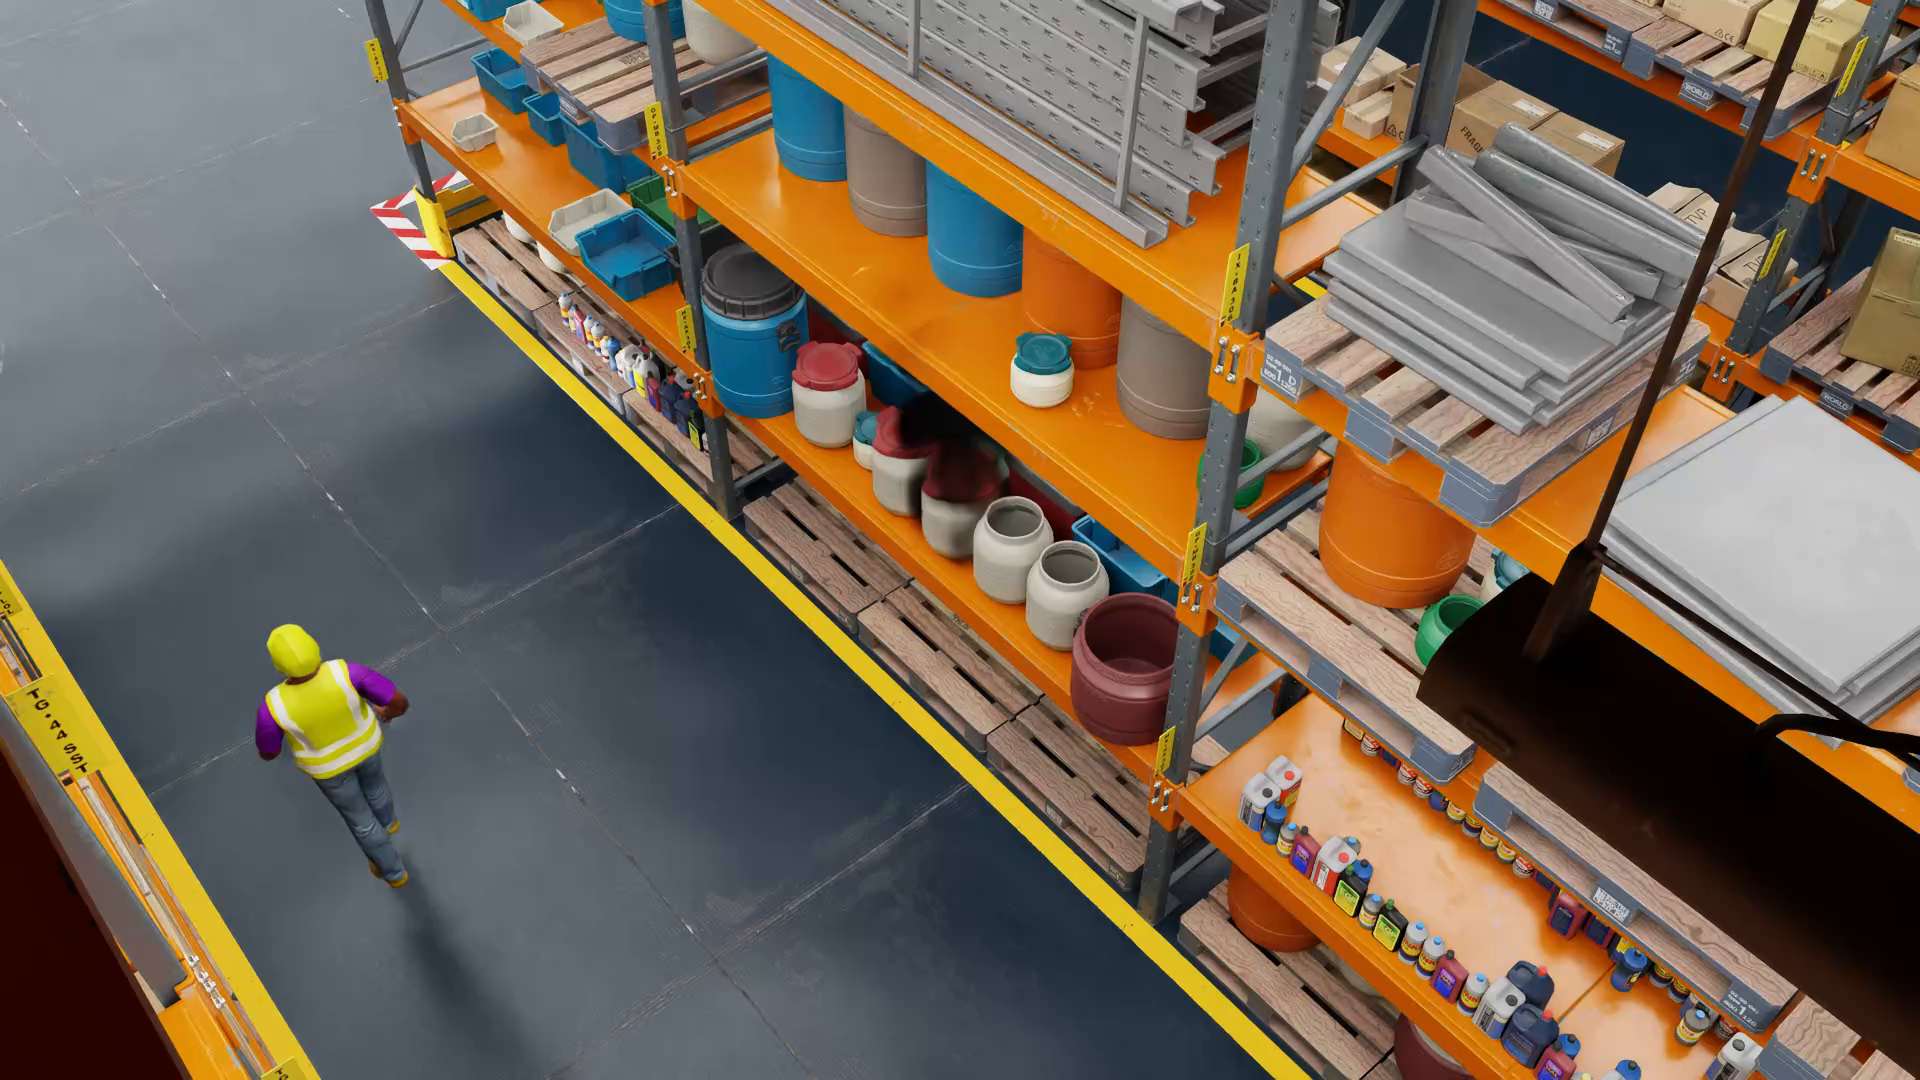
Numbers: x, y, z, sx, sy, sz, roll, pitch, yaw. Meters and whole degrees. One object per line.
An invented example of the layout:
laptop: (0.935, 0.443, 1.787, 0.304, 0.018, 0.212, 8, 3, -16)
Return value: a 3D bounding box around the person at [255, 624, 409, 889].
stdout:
person: (-3.107, 1.081, 8.367, 0.688, 1.863, 0.665, -32, 54, -26)
